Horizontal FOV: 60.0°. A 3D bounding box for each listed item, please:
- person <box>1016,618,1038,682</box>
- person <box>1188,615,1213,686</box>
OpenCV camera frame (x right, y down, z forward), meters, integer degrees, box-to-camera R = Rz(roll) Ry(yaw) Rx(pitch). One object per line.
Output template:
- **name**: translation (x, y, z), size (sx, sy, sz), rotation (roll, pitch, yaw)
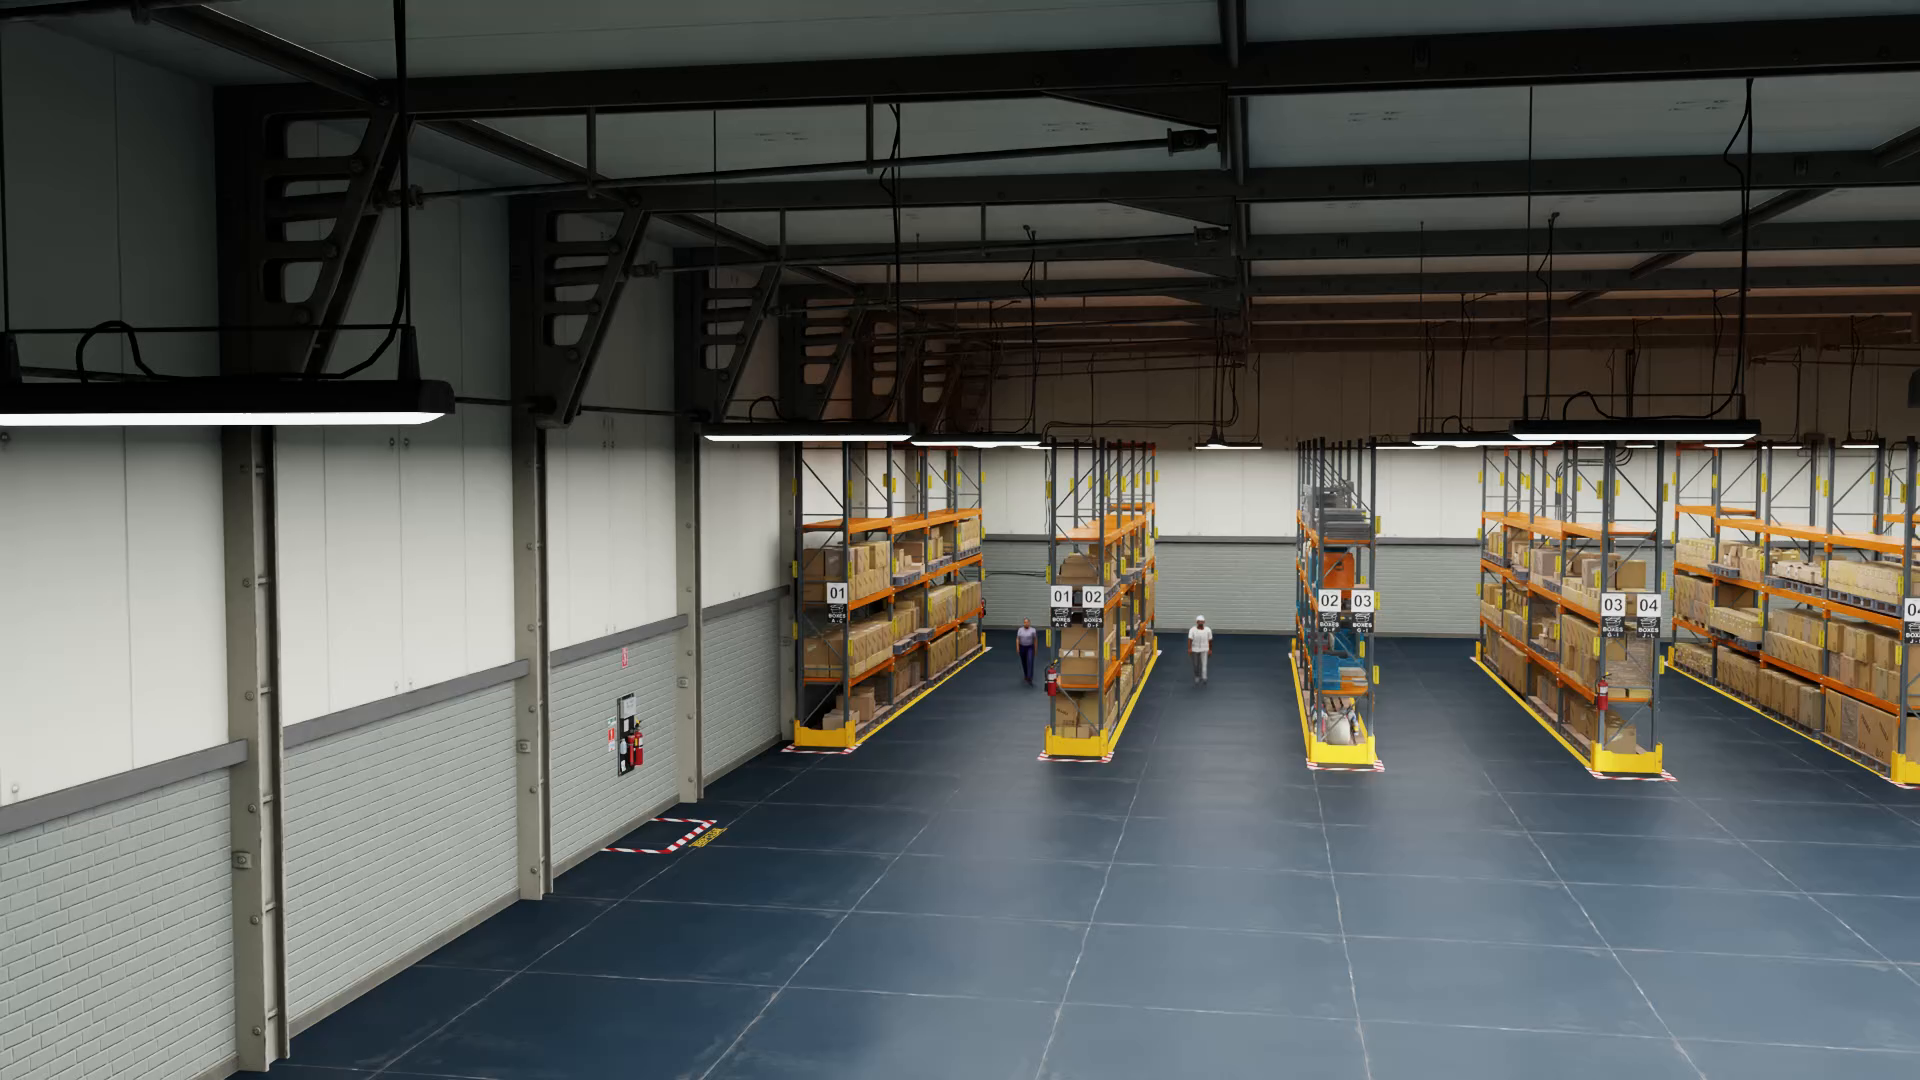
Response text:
- **person**: translation (1.655, 2.725, 41.281), size (0.521, 1.588, 1.040), rotation (1, 3, 20)
- **person**: translation (5.850, 2.696, 40.602), size (0.579, 1.700, 1.082), rotation (1, 3, 14)
